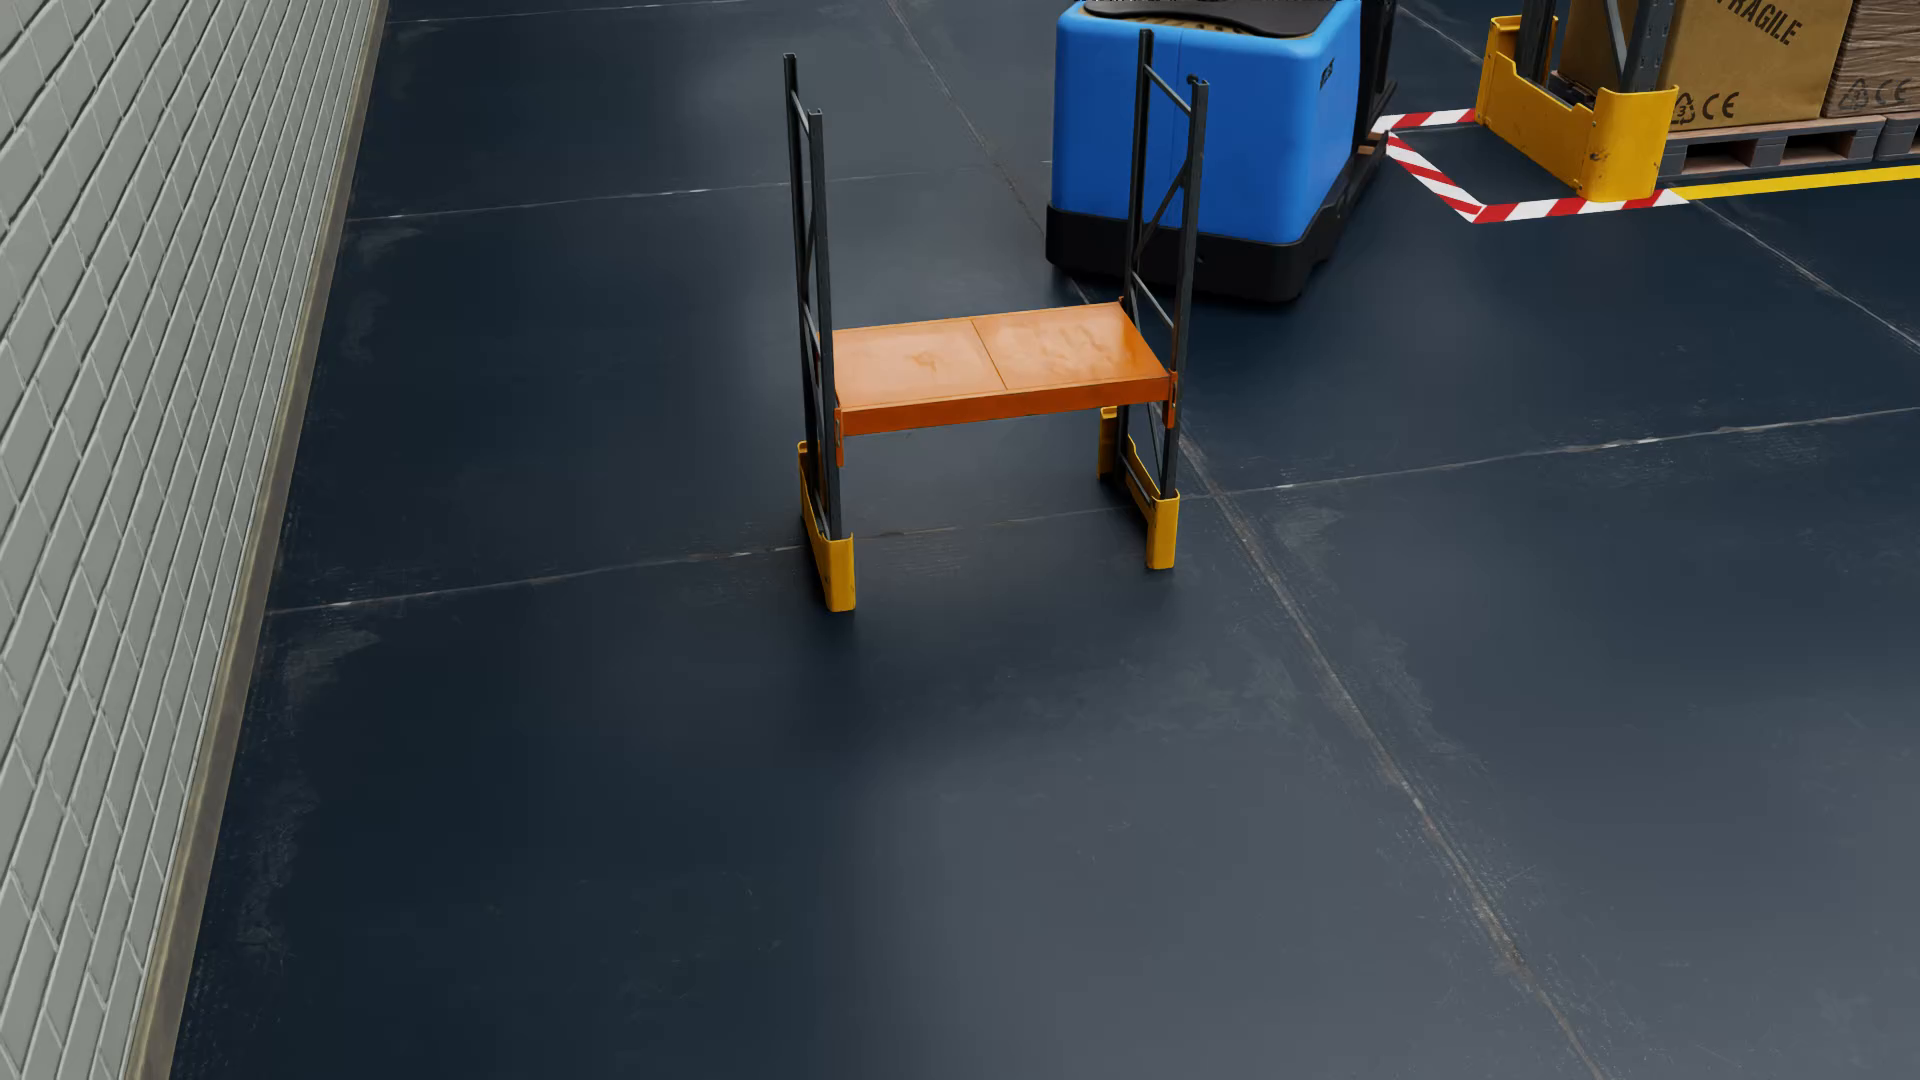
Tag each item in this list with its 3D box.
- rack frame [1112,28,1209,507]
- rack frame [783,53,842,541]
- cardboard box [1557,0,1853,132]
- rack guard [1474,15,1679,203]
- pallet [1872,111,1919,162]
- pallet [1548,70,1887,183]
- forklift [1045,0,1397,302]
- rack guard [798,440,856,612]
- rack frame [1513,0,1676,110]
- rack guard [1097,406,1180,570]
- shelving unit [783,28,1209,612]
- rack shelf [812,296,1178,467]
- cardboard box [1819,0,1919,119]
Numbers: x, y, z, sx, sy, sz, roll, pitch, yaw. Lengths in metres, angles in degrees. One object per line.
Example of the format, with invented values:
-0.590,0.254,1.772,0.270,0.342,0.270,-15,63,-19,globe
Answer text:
0.579,-0.696,4.941,0.032,1.500,0.500,-7,35,-11,rack frame
-0.413,-0.571,4.755,0.032,1.500,0.500,-7,35,-11,rack frame
3.516,-2.520,7.843,0.875,0.875,0.875,-7,35,-11,cardboard box
2.886,-2.064,7.878,0.348,0.500,1.175,-7,35,-11,rack guard
4.860,-2.236,8.393,1.213,0.211,1.003,-7,35,-11,pallet
3.672,-2.088,8.172,1.213,0.211,1.003,-7,35,-11,pallet
1.383,-2.961,7.032,1.130,2.935,3.031,13,36,18,forklift
-0.411,-0.052,5.103,0.087,0.250,0.587,-7,35,-11,rack guard
2.909,-3.105,7.185,0.127,3.000,1.000,-7,35,-11,rack frame
0.560,-0.174,5.286,0.087,0.250,0.587,-7,35,-11,rack guard
0.074,-0.632,4.846,1.083,1.500,0.587,-7,35,-11,shelving unit
0.083,-0.484,4.948,1.000,0.185,0.538,-7,35,-11,rack shelf
4.404,-2.631,8.009,0.875,0.875,0.875,-7,35,-11,cardboard box
